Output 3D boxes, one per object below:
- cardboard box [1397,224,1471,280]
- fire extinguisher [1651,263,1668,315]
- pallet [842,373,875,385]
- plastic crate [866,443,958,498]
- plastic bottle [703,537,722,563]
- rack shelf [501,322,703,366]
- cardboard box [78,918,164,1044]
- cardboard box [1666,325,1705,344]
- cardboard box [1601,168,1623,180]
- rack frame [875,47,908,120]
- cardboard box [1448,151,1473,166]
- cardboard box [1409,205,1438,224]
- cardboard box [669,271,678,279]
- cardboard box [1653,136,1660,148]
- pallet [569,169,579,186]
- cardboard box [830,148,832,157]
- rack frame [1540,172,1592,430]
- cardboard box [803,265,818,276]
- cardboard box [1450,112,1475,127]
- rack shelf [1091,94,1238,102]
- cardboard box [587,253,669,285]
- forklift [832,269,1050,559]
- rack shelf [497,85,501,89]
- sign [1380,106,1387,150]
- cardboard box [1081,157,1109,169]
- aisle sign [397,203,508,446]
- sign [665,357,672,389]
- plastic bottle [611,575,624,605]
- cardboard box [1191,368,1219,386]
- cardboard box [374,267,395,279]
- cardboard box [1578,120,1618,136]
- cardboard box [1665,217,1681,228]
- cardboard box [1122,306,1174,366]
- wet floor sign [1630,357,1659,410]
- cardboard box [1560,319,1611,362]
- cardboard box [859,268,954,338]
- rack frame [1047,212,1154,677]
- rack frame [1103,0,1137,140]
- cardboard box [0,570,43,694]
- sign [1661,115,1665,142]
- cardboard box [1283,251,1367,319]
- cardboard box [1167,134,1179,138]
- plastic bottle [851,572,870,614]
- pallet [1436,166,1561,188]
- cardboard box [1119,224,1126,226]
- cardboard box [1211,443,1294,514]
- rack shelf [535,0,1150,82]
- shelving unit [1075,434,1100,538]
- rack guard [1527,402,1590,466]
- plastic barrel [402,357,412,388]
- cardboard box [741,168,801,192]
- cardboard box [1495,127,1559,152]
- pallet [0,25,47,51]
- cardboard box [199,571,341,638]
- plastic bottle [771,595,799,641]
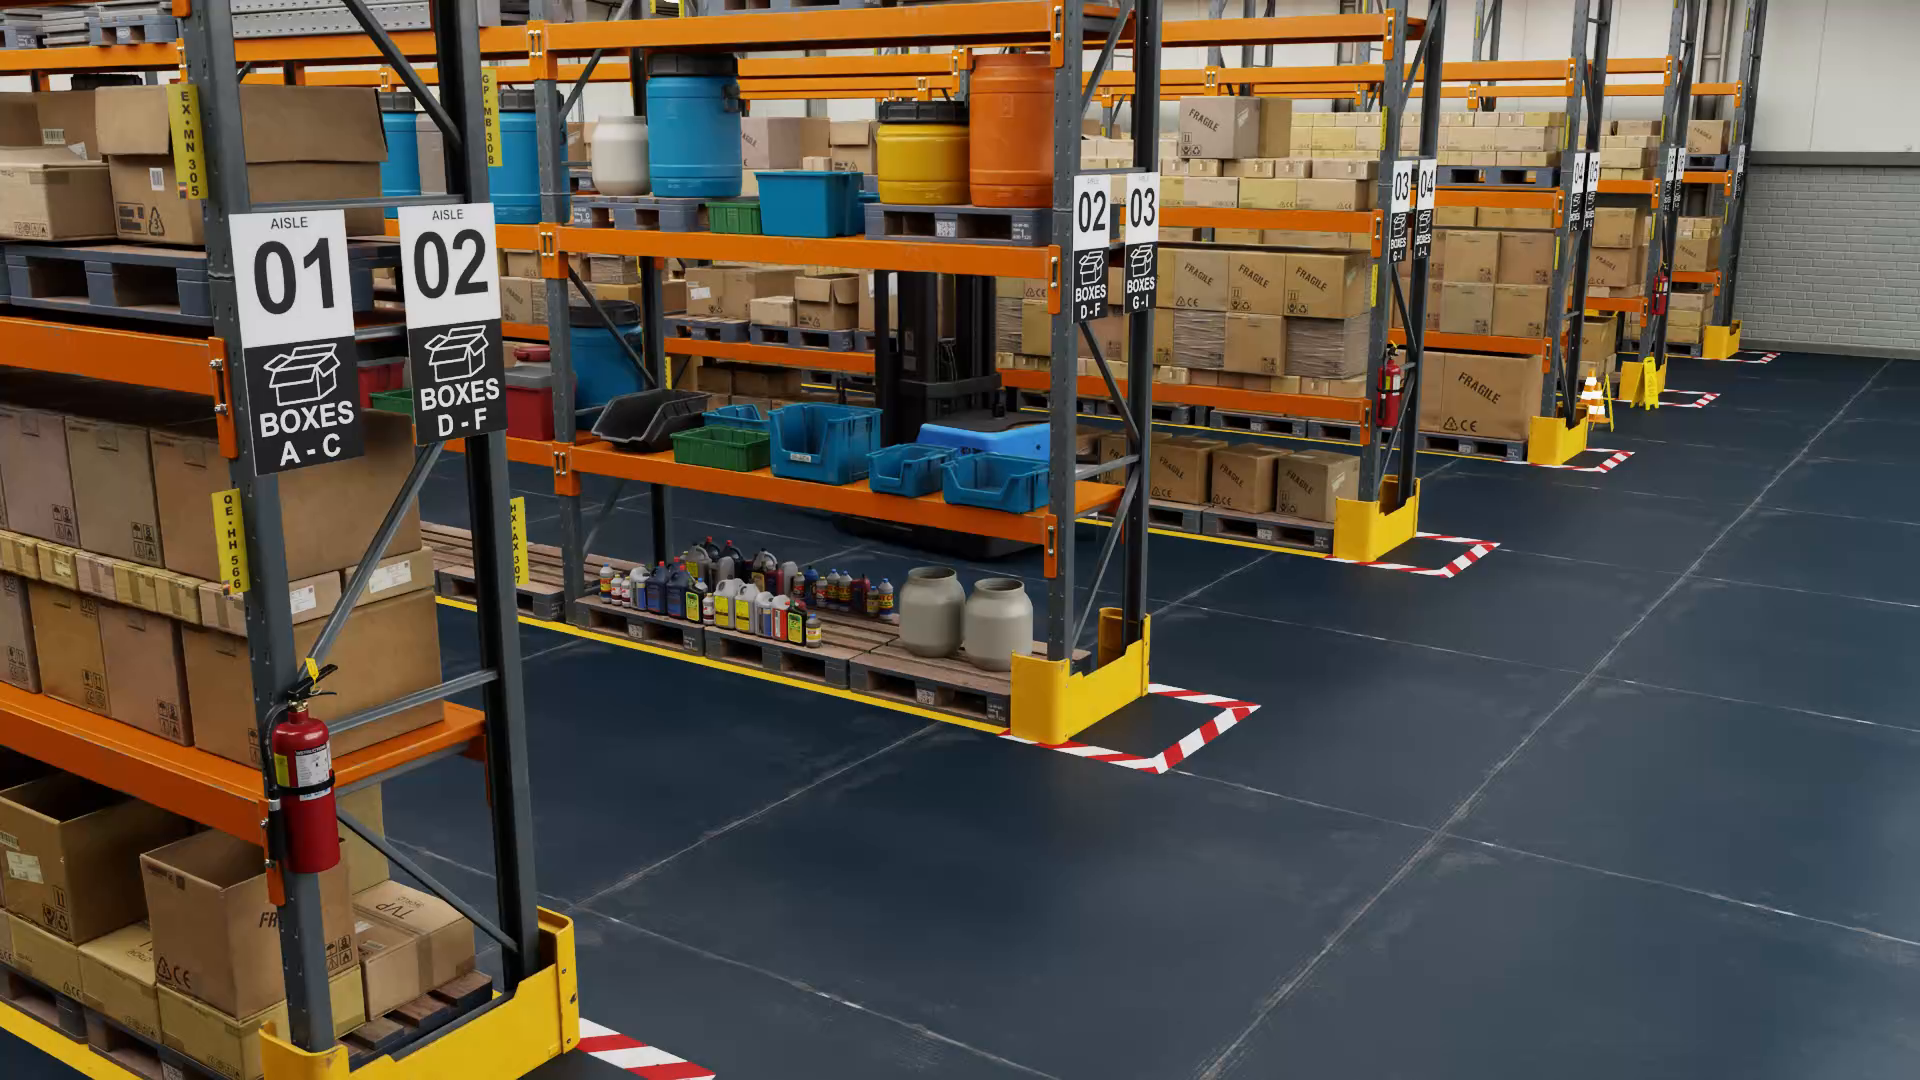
[{"bbox_3d":[5.262,-3.184,18.385,0.550,0.550,0.875,9,17,33],"label":"cardboard box"},{"bbox_3d":[8.961,-3.228,21.282,0.183,0.674,0.296,9,17,33],"label":"fire extinguisher"},{"bbox_3d":[-0.841,-2.197,22.758,1.213,0.211,1.003,9,17,33],"label":"pallet"},{"bbox_3d":[-0.289,-0.433,10.139,0.408,0.251,0.499,9,17,33],"label":"plastic crate"},{"bbox_3d":[-1.795,0.155,12.050,0.185,0.351,0.144,9,16,31],"label":"plastic bottle"},{"bbox_3d":[-4.705,-2.389,19.228,4.000,0.370,1.077,9,17,33],"label":"rack shelf"},{"bbox_3d":[-2.971,1.631,6.340,0.500,0.250,0.500,9,17,33],"label":"cardboard box"},{"bbox_3d":[11.325,-3.232,25.986,0.500,0.250,0.500,9,17,33],"label":"cardboard box"},{"bbox_3d":[8.447,-4.726,21.452,0.250,0.149,0.380,9,17,33],"label":"cardboard box"},{"bbox_3d":[-1.386,-9.421,33.653,0.127,3.000,1.000,9,17,33],"label":"rack frame"},{"bbox_3d":[5.348,-4.038,17.592,0.250,0.149,0.380,9,17,33],"label":"cardboard box"},{"bbox_3d":[6.460,-4.412,22.998,0.500,0.500,0.700,9,17,33],"label":"cardboard box"},{"bbox_3d":[-4.155,-3.864,24.213,0.250,0.149,0.380,9,16,31],"label":"cardboard box"},{"bbox_3d":[8.943,-5.182,21.637,0.250,0.149,0.380,9,17,32],"label":"cardboard box"},{"bbox_3d":[-4.539,-4.059,18.630,1.213,0.211,1.003,10,17,35],"label":"pallet"},{"bbox_3d":[-1.644,-5.108,22.265,0.500,0.500,0.500,9,17,33],"label":"cardboard box"},{"bbox_3d":[6.445,-2.372,17.664,0.127,3.000,1.000,9,17,33],"label":"rack frame"},{"bbox_3d":[-1.921,-3.675,22.574,0.250,0.149,0.380,10,17,34],"label":"cardboard box"},{"bbox_3d":[5.341,-4.426,17.499,0.250,0.149,0.380,10,17,34],"label":"cardboard box"},{"bbox_3d":[3.593,-8.073,30.537,4.000,0.370,1.077,9,17,33],"label":"rack shelf"},{"bbox_3d":[-3.643,-3.107,18.334,0.637,0.503,0.797,10,17,35],"label":"cardboard box"},{"bbox_3d":[-0.484,-1.546,14.468,3.031,2.935,1.130,13,19,42],"label":"forklift"},{"bbox_3d":[-5.172,-6.811,24.614,4.000,0.370,1.077,9,17,33],"label":"rack shelf"},{"bbox_3d":[3.266,-3.175,12.821,0.005,0.325,0.100,9,17,33],"label":"sign"},{"bbox_3d":[1.243,-3.265,14.510,0.250,0.149,0.380,9,16,32],"label":"cardboard box"},{"bbox_3d":[-1.714,-0.736,5.645,0.004,0.787,0.394,9,17,33],"label":"aisle sign"},{"bbox_3d":[-2.174,-1.188,12.305,0.005,0.325,0.100,9,17,33],"label":"sign"},{"bbox_3d":[-2.387,0.343,11.604,0.097,0.201,0.097,0,14,0],"label":"plastic bottle"},{"bbox_3d":[2.195,-1.436,14.406,0.250,0.149,0.380,9,17,33],"label":"cardboard box"},{"bbox_3d":[-6.895,-3.450,20.151,0.500,0.500,0.500,10,17,34],"label":"cardboard box"},{"bbox_3d":[10.129,-6.376,26.297,0.637,0.503,0.797,10,17,35],"label":"cardboard box"},{"bbox_3d":[11.022,-4.933,25.833,0.250,0.149,0.380,10,17,34],"label":"cardboard box"},{"bbox_3d":[1.871,-1.857,14.756,0.500,0.500,0.875,9,17,33],"label":"cardboard box"},{"bbox_3d":[8.684,-1.991,21.024,0.267,0.644,0.232,-10,17,-35],"label":"wet floor sign"},{"bbox_3d":[8.313,-2.661,22.120,0.500,0.500,0.500,9,17,33],"label":"cardboard box"},{"bbox_3d":[-0.307,-2.563,16.311,1.000,1.000,1.000,9,17,33],"label":"cardboard box"},{"bbox_3d":[0.828,-0.409,9.734,0.127,3.000,1.000,9,17,33],"label":"rack frame"},{"bbox_3d":[2.485,-7.358,25.319,0.127,3.000,1.000,9,17,33],"label":"rack frame"},{"bbox_3d":[-3.605,0.257,6.834,0.500,0.500,0.700,10,17,34],"label":"cardboard box"},{"bbox_3d":[8.797,-5.151,20.803,0.005,0.325,0.100,9,17,33],"label":"sign"},{"bbox_3d":[2.998,-2.100,13.655,0.500,0.500,0.500,9,17,33],"label":"cardboard box"},{"bbox_3d":[3.936,-7.285,30.130,0.250,0.149,0.380,9,16,32],"label":"cardboard box"},{"bbox_3d":[-0.680,0.356,11.378,0.133,0.283,0.061,10,17,34],"label":"plastic bottle"},{"bbox_3d":[5.823,-3.883,17.708,1.213,0.211,1.003,9,17,33],"label":"pallet"},{"bbox_3d":[1.863,-3.644,20.514,0.500,0.500,0.700,9,17,33],"label":"cardboard box"},{"bbox_3d":[2.569,-0.548,14.622,0.500,0.500,0.500,-12,18,-39],"label":"cardboard box"},{"bbox_3d":[-0.831,-3.046,10.231,4.000,0.370,1.077,9,17,33],"label":"rack shelf"},{"bbox_3d":[1.081,-0.443,14.240,0.210,0.900,0.258,1,14,5],"label":"shelving unit"},{"bbox_3d":[6.465,-1.156,17.951,0.348,0.500,1.175,9,17,33],"label":"rack guard"},{"bbox_3d":[-4.487,-1.385,13.441,0.421,0.512,0.421,0,14,0],"label":"plastic barrel"},{"bbox_3d":[-1.940,-3.603,16.706,0.500,0.250,0.500,10,17,34],"label":"cardboard box"},{"bbox_3d":[5.883,-4.162,17.263,0.500,0.250,0.500,9,17,34],"label":"cardboard box"},{"bbox_3d":[-8.425,-4.540,15.162,1.213,0.211,1.003,9,17,33],"label":"pallet"},{"bbox_3d":[-2.362,0.201,5.710,0.250,0.149,0.380,9,16,32],"label":"cardboard box"},{"bbox_3d":[-1.134,0.501,10.809,0.135,0.276,0.152,9,17,33],"label":"plastic bottle"}]
